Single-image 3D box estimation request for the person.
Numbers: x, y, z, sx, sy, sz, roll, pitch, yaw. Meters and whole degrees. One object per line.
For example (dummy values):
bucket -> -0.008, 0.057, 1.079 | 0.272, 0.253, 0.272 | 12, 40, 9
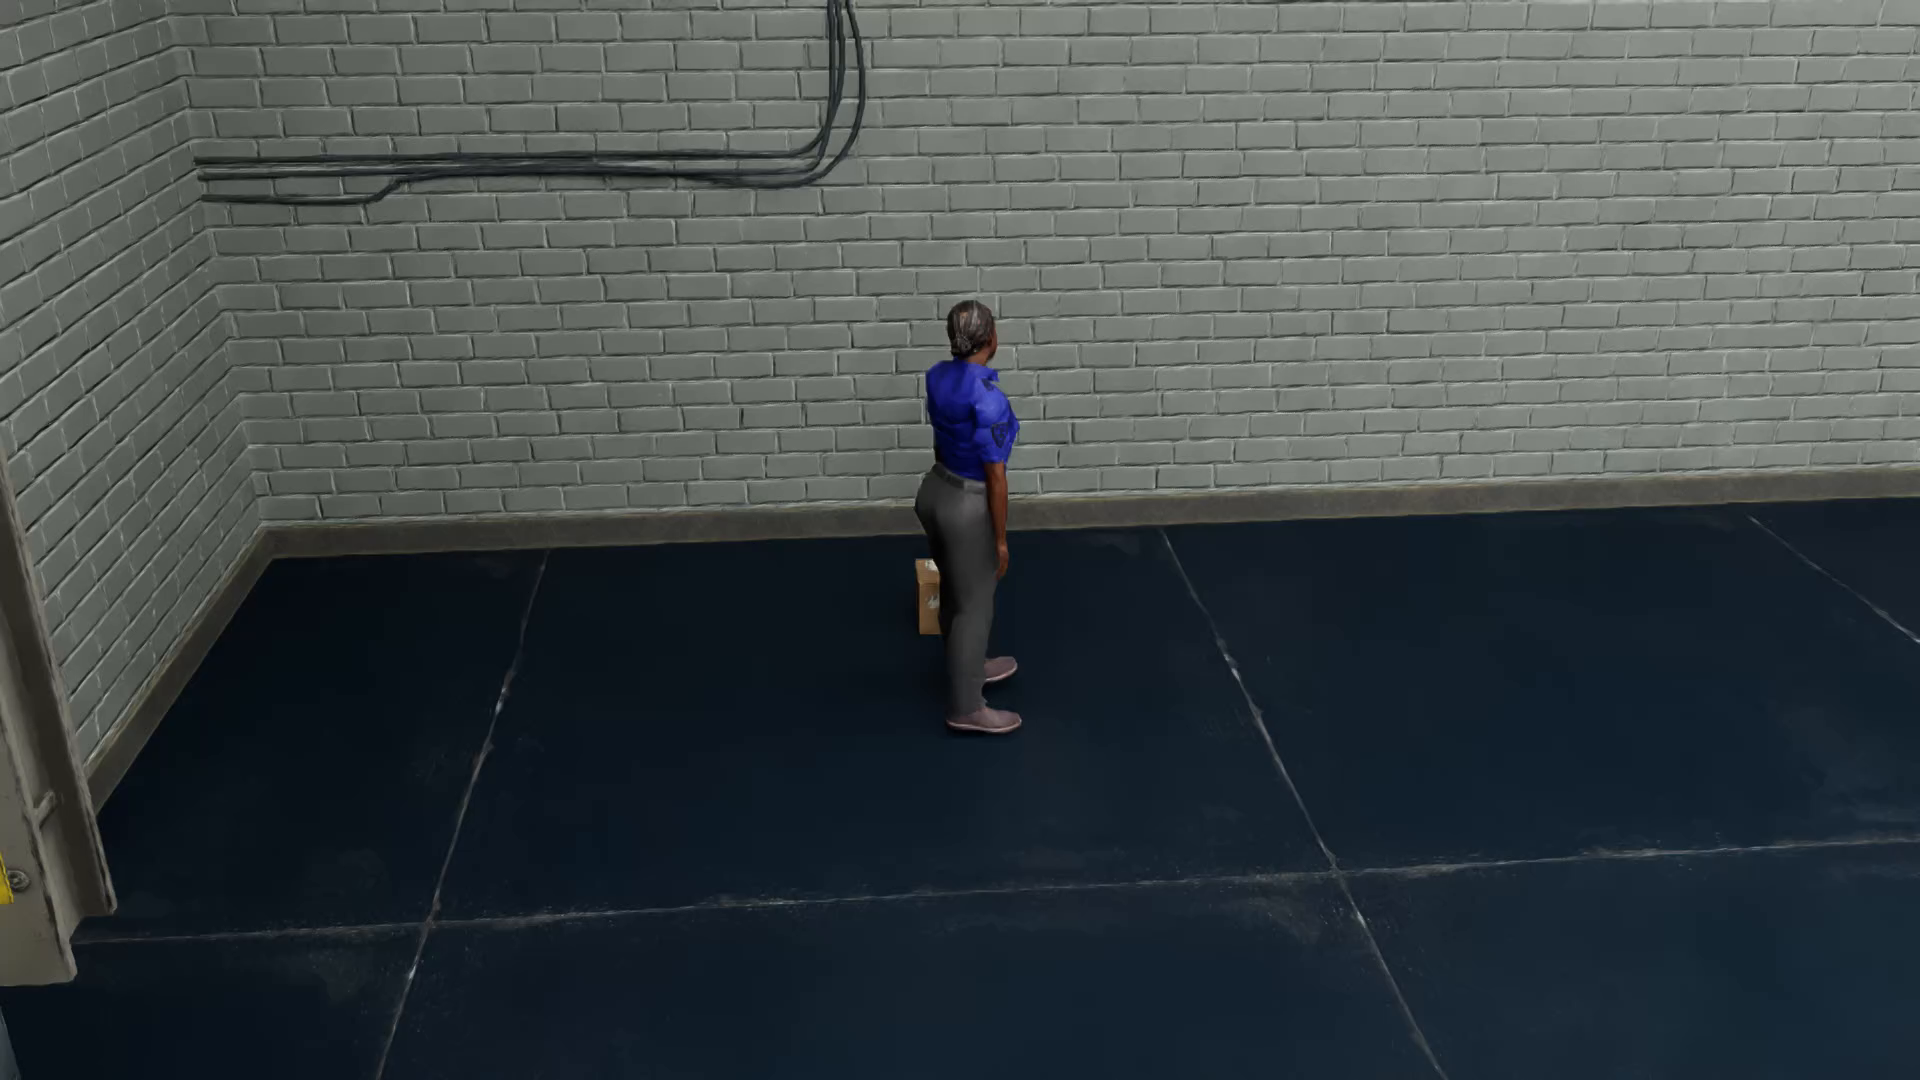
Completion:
person -> 0.100, -0.098, 6.282 | 0.474, 1.665, 0.519 | -15, 28, -30
